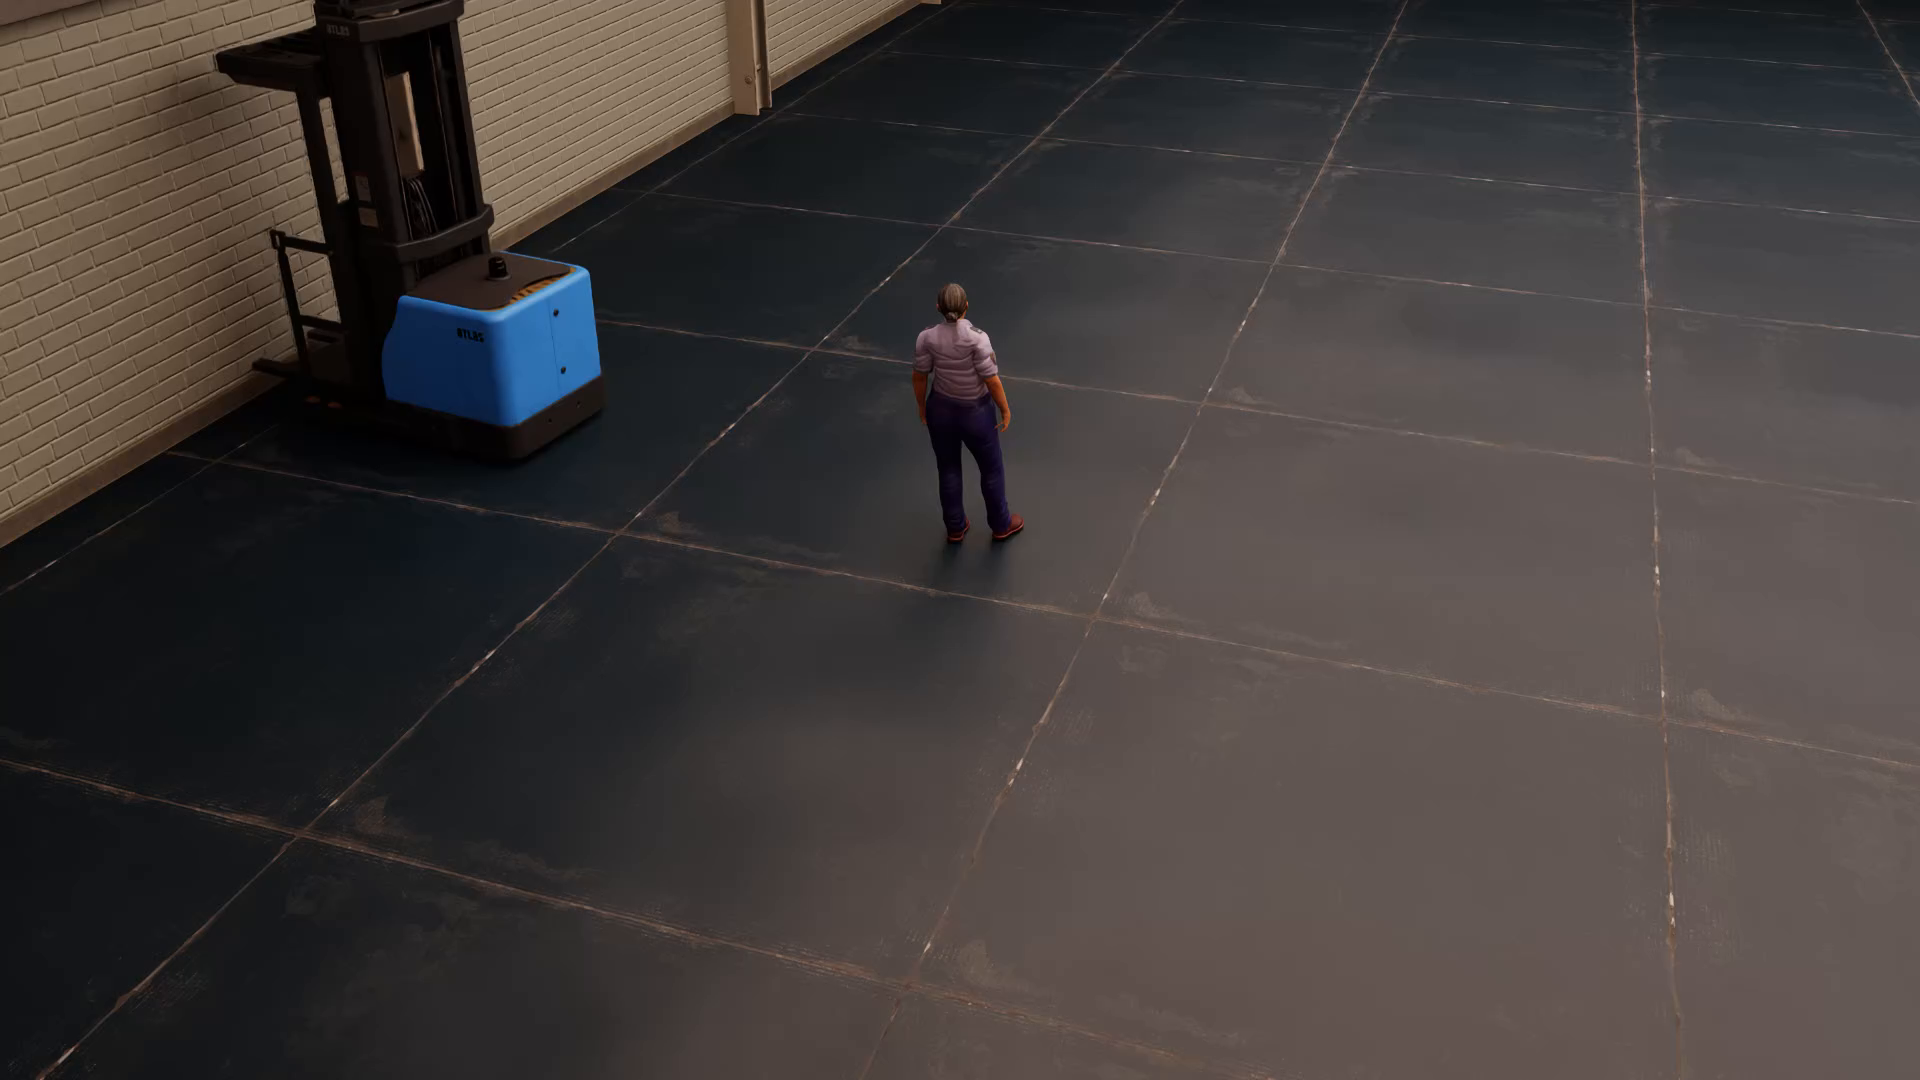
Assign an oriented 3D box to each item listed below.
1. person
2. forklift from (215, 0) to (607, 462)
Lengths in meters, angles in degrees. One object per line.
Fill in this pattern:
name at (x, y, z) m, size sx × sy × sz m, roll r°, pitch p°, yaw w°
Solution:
person at (0.051, -0.761, 9.751) m, size 0.598 × 1.651 × 0.503 m, roll 10°, pitch 31°, yaw 16°
forklift at (-4.020, -2.278, 11.133) m, size 3.031 × 2.935 × 1.130 m, roll 14°, pitch 32°, yaw 23°
